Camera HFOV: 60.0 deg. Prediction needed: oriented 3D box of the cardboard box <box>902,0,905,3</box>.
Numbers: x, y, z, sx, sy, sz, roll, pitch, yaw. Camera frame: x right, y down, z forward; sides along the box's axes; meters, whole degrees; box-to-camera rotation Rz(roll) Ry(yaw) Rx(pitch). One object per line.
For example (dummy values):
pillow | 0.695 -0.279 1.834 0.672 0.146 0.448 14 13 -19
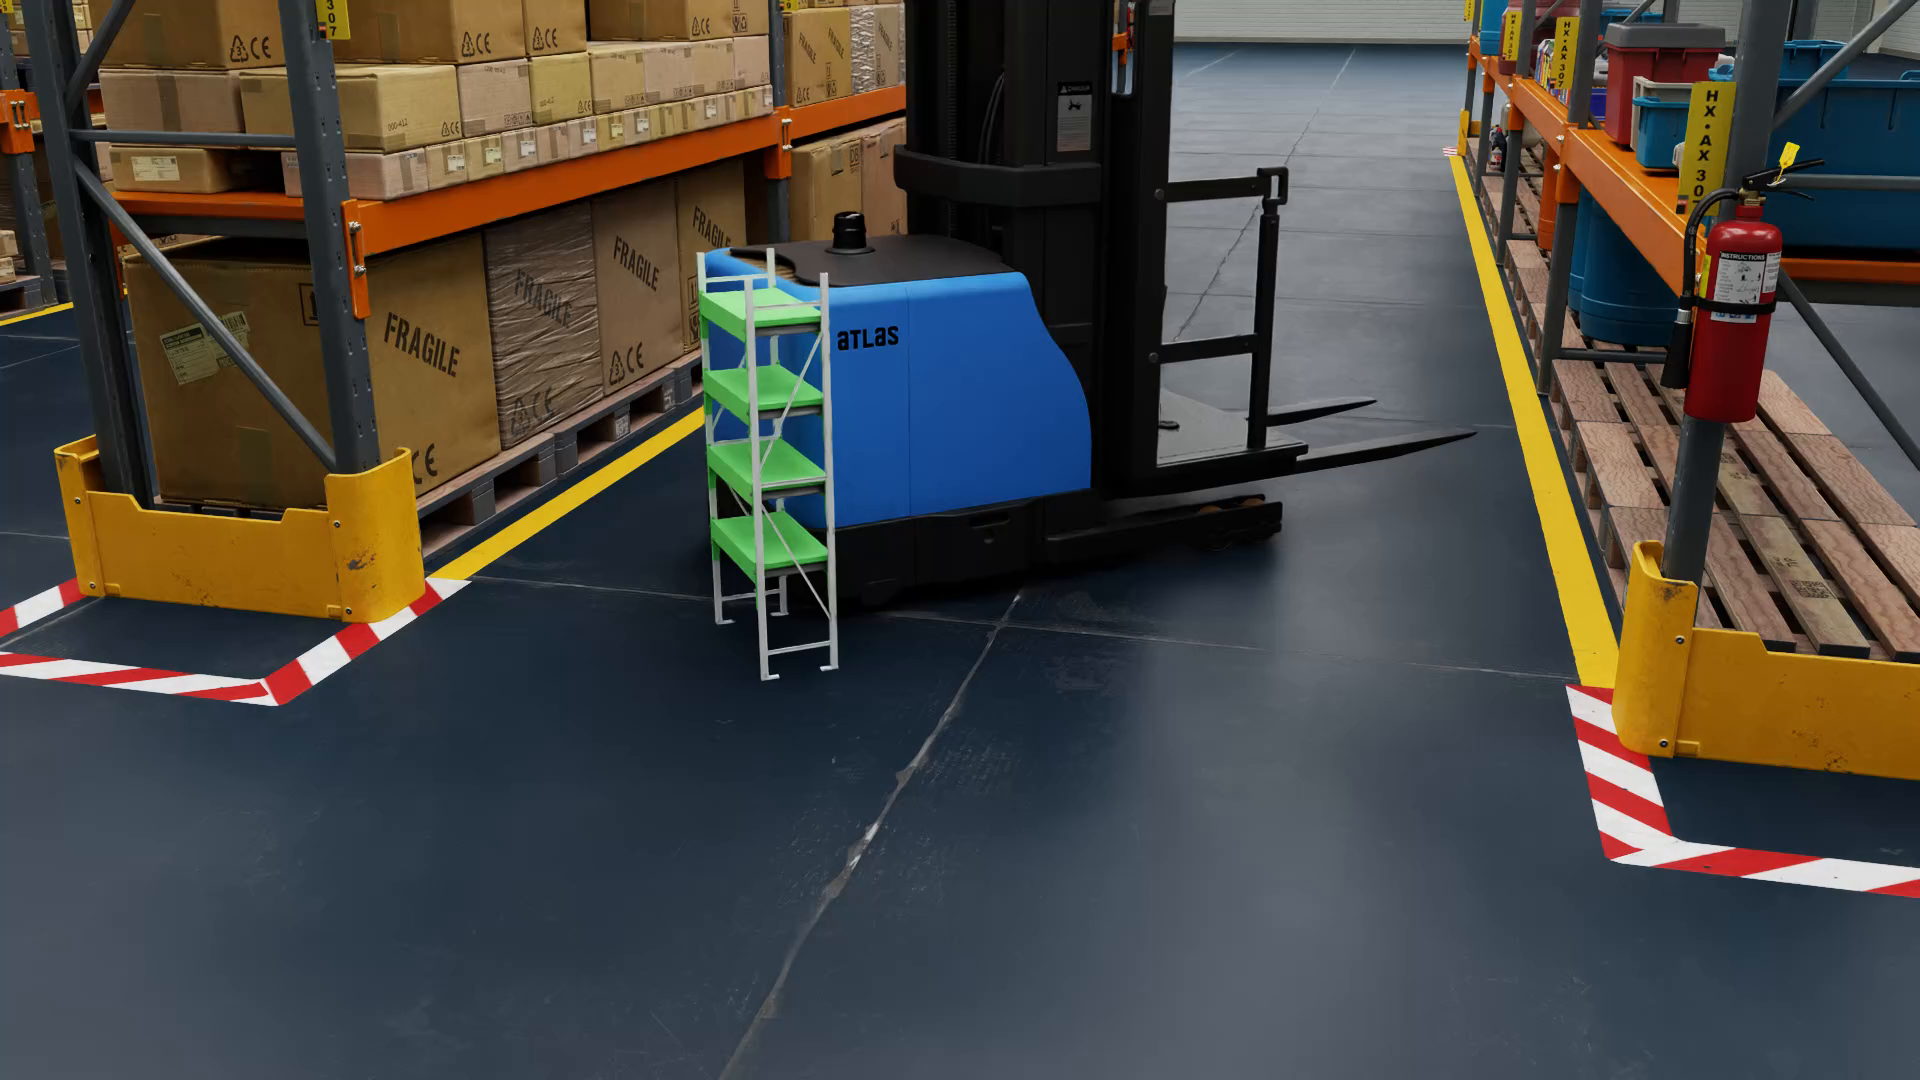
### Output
cardboard box | -0.645 -4.052 11.704 0.797 0.503 0.637 5 20 15

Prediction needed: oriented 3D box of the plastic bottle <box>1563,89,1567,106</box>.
plastic bottle | 3.403 -2.518 9.111 0.152 0.276 0.135 5 19 13

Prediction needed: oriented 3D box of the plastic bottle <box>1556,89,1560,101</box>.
plastic bottle | 3.472 -2.671 9.546 0.061 0.283 0.133 5 19 13

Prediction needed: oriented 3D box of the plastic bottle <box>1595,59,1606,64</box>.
plastic bottle | 3.247 -2.318 8.525 0.152 0.276 0.135 5 19 13

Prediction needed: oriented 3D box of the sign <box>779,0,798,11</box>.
sign | -0.890 -2.908 8.599 0.100 0.325 0.005 5 19 13

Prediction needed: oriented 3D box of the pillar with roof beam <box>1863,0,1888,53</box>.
pillar with roof beam | 19.737 -17.386 43.167 9.100 9.000 0.400 5 19 13

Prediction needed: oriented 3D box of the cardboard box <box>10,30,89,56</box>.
cardboard box | -5.671 -3.095 10.346 0.380 0.149 0.250 4 19 11

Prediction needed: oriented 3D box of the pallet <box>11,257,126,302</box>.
pallet | -6.024 -1.852 11.284 1.003 0.211 1.213 5 19 13

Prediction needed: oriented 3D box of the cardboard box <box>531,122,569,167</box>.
cardboard box | -1.749 -1.539 6.442 0.380 0.149 0.250 4 19 12

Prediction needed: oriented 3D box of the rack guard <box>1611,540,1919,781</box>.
rack guard | 2.404 0.332 4.442 1.175 0.500 0.348 5 19 13

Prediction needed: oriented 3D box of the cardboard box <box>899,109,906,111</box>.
cardboard box | -0.640 -2.737 12.196 1.225 0.875 0.875 4 19 11

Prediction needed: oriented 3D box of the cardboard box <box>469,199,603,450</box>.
cardboard box | -2.104 -0.936 6.925 0.875 0.875 0.875 5 19 13

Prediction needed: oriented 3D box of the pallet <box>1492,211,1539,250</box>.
pallet | 4.579 -2.287 12.557 1.003 0.211 1.213 5 19 13

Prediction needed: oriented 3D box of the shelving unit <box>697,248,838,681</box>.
shelving unit | -0.582 -0.238 5.028 0.258 1.200 0.503 -8 20 -23

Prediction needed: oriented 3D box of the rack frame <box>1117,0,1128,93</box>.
rack frame | 1.504 -6.265 19.890 1.000 3.000 0.127 5 19 13

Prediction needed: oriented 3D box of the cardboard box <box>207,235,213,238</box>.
cardboard box | -5.533 -2.485 12.041 0.500 0.500 0.500 5 19 14

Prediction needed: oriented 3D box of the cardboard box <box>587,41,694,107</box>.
cardboard box | -1.530 -2.093 7.445 0.500 0.250 0.500 5 20 14

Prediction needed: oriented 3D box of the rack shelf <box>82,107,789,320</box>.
rack shelf | -1.917 -1.537 7.160 1.077 0.370 4.000 5 19 13

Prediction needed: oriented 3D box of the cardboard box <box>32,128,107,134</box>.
cardboard box | -6.138 -2.712 11.544 0.500 0.250 0.500 6 20 16

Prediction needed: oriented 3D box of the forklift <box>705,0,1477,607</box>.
forklift | 0.618 -1.486 6.003 3.031 2.935 1.130 -10 21 -26

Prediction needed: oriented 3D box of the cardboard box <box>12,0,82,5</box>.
cardboard box | -5.671 -3.376 10.250 0.380 0.149 0.250 6 20 16

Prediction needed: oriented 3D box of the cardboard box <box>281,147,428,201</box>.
cardboard box | -1.999 -1.217 5.498 0.380 0.149 0.250 5 19 14

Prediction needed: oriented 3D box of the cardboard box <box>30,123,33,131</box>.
cardboard box | -9.740 -3.904 16.393 0.950 0.372 0.625 4 19 12

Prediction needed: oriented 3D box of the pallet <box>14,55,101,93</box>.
pallet | -5.885 -3.065 10.817 1.003 0.211 1.213 5 19 13

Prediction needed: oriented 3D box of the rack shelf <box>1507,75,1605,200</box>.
rack shelf | 3.863 -2.400 9.685 1.077 0.370 4.000 5 19 13

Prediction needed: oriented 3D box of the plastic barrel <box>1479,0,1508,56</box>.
plastic barrel | 4.941 -4.761 14.709 0.600 0.901 0.708 5 19 13

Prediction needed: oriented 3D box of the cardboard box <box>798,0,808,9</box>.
cardboard box | -1.280 -3.227 9.288 0.797 0.503 0.637 4 19 12

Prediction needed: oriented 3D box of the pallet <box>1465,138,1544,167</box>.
pallet | 6.130 -4.273 18.371 1.003 0.211 1.213 5 19 13

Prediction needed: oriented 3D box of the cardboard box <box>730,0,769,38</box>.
cardboard box | -1.281 -2.764 8.250 0.500 0.500 0.500 5 20 15

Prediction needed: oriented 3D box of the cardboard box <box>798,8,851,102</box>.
cardboard box | -0.951 -2.834 9.688 0.500 0.500 0.500 5 19 13

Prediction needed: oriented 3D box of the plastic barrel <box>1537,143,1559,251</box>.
plastic barrel | 4.249 -2.384 11.234 0.600 0.830 0.708 5 19 13

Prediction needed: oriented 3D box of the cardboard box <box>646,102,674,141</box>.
cardboard box | -1.499 -1.861 7.384 0.380 0.149 0.250 4 19 13

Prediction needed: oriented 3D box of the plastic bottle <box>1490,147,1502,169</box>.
plastic bottle | 5.116 -3.643 15.861 0.097 0.201 0.097 0 19 0

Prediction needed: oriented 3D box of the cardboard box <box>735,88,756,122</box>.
cardboard box | -1.248 -2.183 8.327 0.380 0.149 0.250 5 19 14

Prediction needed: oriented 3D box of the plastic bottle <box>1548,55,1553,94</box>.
plastic bottle | 3.606 -2.843 10.051 0.061 0.283 0.133 5 19 13

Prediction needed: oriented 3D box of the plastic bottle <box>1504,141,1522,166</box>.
plastic bottle | 5.347 -3.788 16.056 0.144 0.351 0.185 5 19 13

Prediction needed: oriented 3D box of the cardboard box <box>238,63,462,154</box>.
cardboard box | -2.026 -1.449 5.562 0.500 0.250 0.500 4 19 12

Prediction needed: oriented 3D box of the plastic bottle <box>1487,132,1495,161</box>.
plastic bottle | 5.254 -3.882 16.435 0.061 0.283 0.133 6 20 17

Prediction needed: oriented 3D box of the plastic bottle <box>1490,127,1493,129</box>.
plastic bottle | 5.453 -4.109 17.117 0.097 0.271 0.097 0 19 0

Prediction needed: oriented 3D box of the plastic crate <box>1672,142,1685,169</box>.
plastic crate | 2.605 -1.306 5.686 0.298 0.136 0.250 5 19 13

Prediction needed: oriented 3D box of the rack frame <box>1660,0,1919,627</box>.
rack frame | 2.397 -0.859 4.063 1.000 3.000 0.127 5 19 13

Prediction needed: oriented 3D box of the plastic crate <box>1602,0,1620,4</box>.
plastic crate | 5.508 -4.475 14.549 0.402 0.464 0.583 5 19 13

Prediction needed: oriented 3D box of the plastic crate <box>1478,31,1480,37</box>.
plastic crate | 5.776 -5.494 18.041 0.298 0.136 0.250 5 19 13

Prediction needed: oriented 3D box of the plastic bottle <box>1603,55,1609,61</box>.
plastic bottle | 3.528 -2.512 9.100 0.097 0.271 0.097 0 19 0

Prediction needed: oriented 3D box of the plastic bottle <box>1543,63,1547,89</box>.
plastic bottle | 3.732 -2.942 10.467 0.097 0.201 0.097 0 19 0

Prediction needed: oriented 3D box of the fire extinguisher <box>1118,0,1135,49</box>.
fire extinguisher | 1.979 -6.228 19.901 0.296 0.674 0.183 5 19 13

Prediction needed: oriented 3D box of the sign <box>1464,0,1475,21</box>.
sign | 5.774 -6.050 18.832 0.100 0.325 0.005 5 19 13

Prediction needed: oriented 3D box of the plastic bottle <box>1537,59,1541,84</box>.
plastic bottle | 3.854 -3.098 10.924 0.097 0.201 0.097 0 19 0

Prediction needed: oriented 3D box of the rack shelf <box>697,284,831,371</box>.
rack shelf | -0.582 -0.632 4.894 0.258 0.148 0.480 -8 20 -23
